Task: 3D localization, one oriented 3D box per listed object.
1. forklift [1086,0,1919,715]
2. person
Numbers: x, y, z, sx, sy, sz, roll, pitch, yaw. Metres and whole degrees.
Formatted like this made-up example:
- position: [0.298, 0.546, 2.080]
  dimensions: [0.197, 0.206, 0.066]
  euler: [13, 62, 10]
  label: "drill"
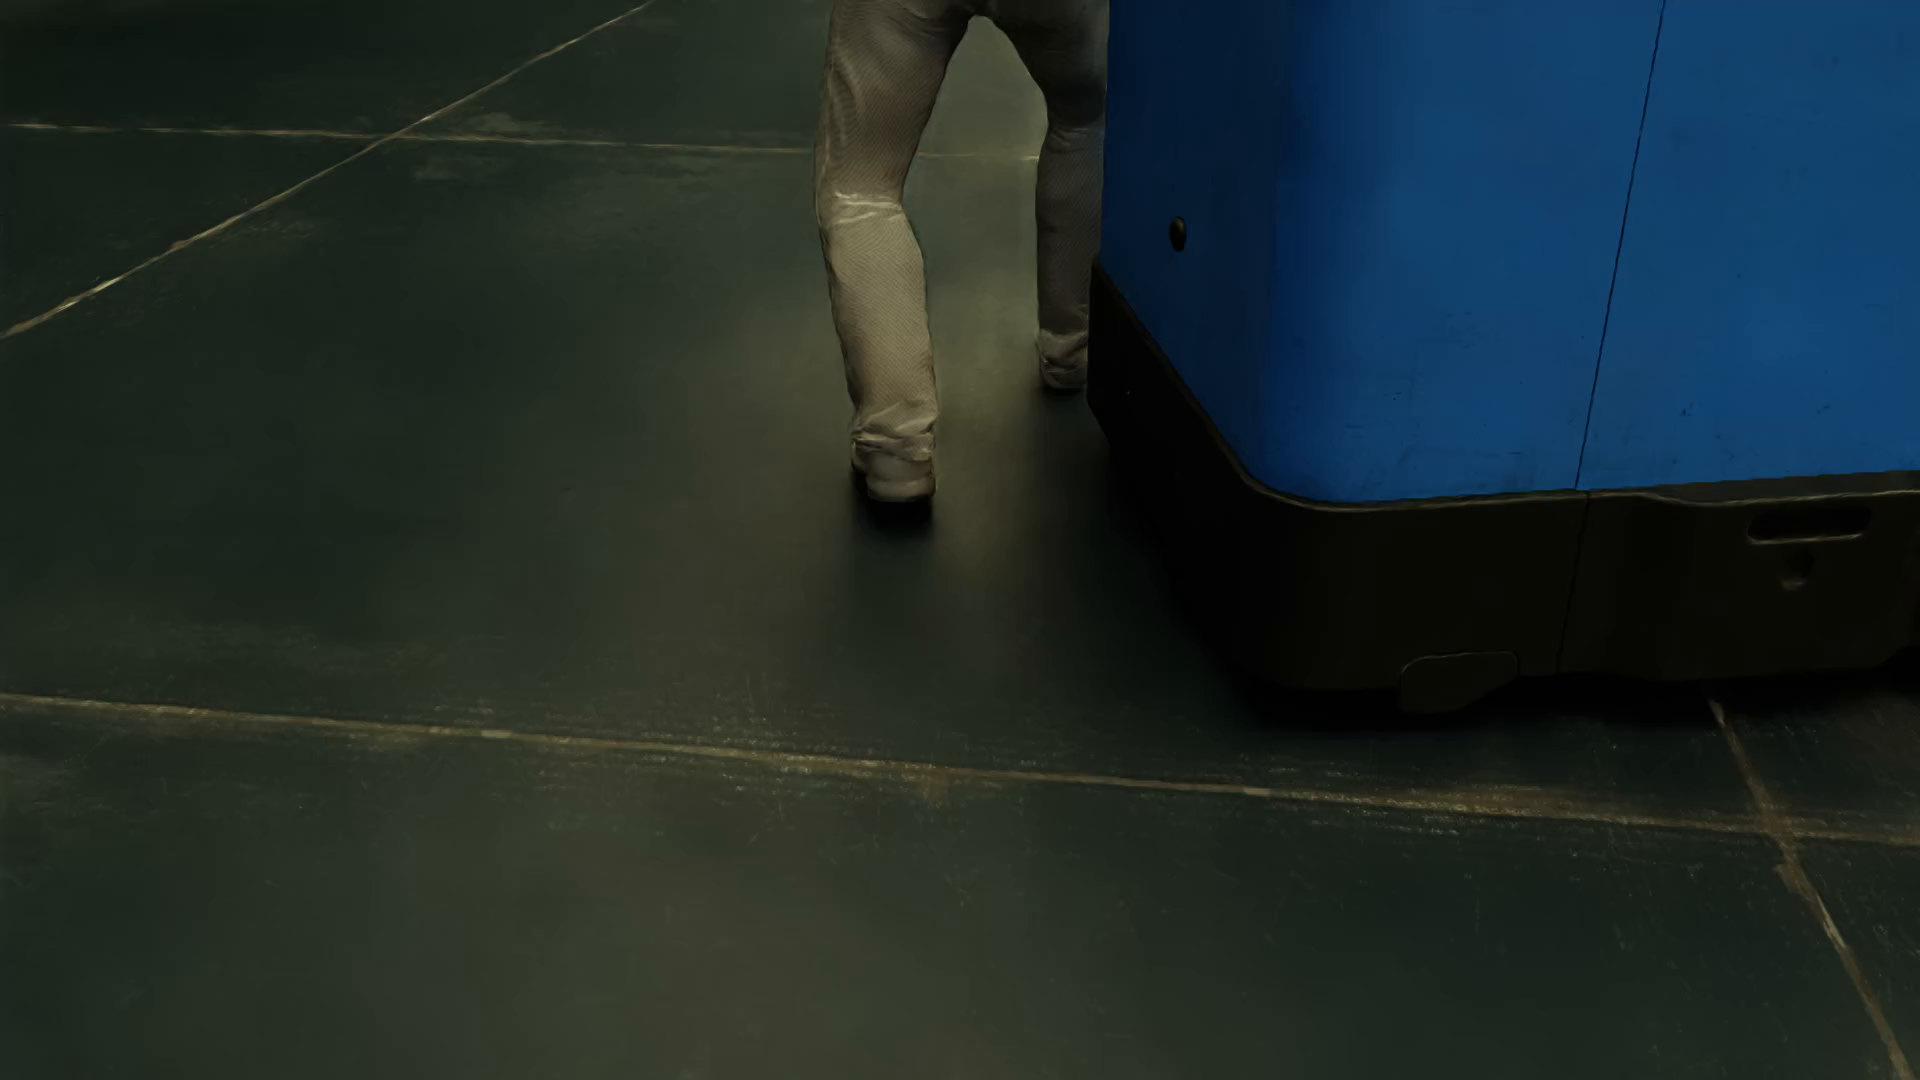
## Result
- position: [1.773, -1.385, 1.993]
  dimensions: [3.031, 2.935, 1.130]
  euler: [-4, 27, -7]
  label: "forklift"
- position: [0.088, -0.960, 2.577]
  dimensions: [0.758, 1.687, 0.857]
  euler: [-4, 27, -8]
  label: "person"
